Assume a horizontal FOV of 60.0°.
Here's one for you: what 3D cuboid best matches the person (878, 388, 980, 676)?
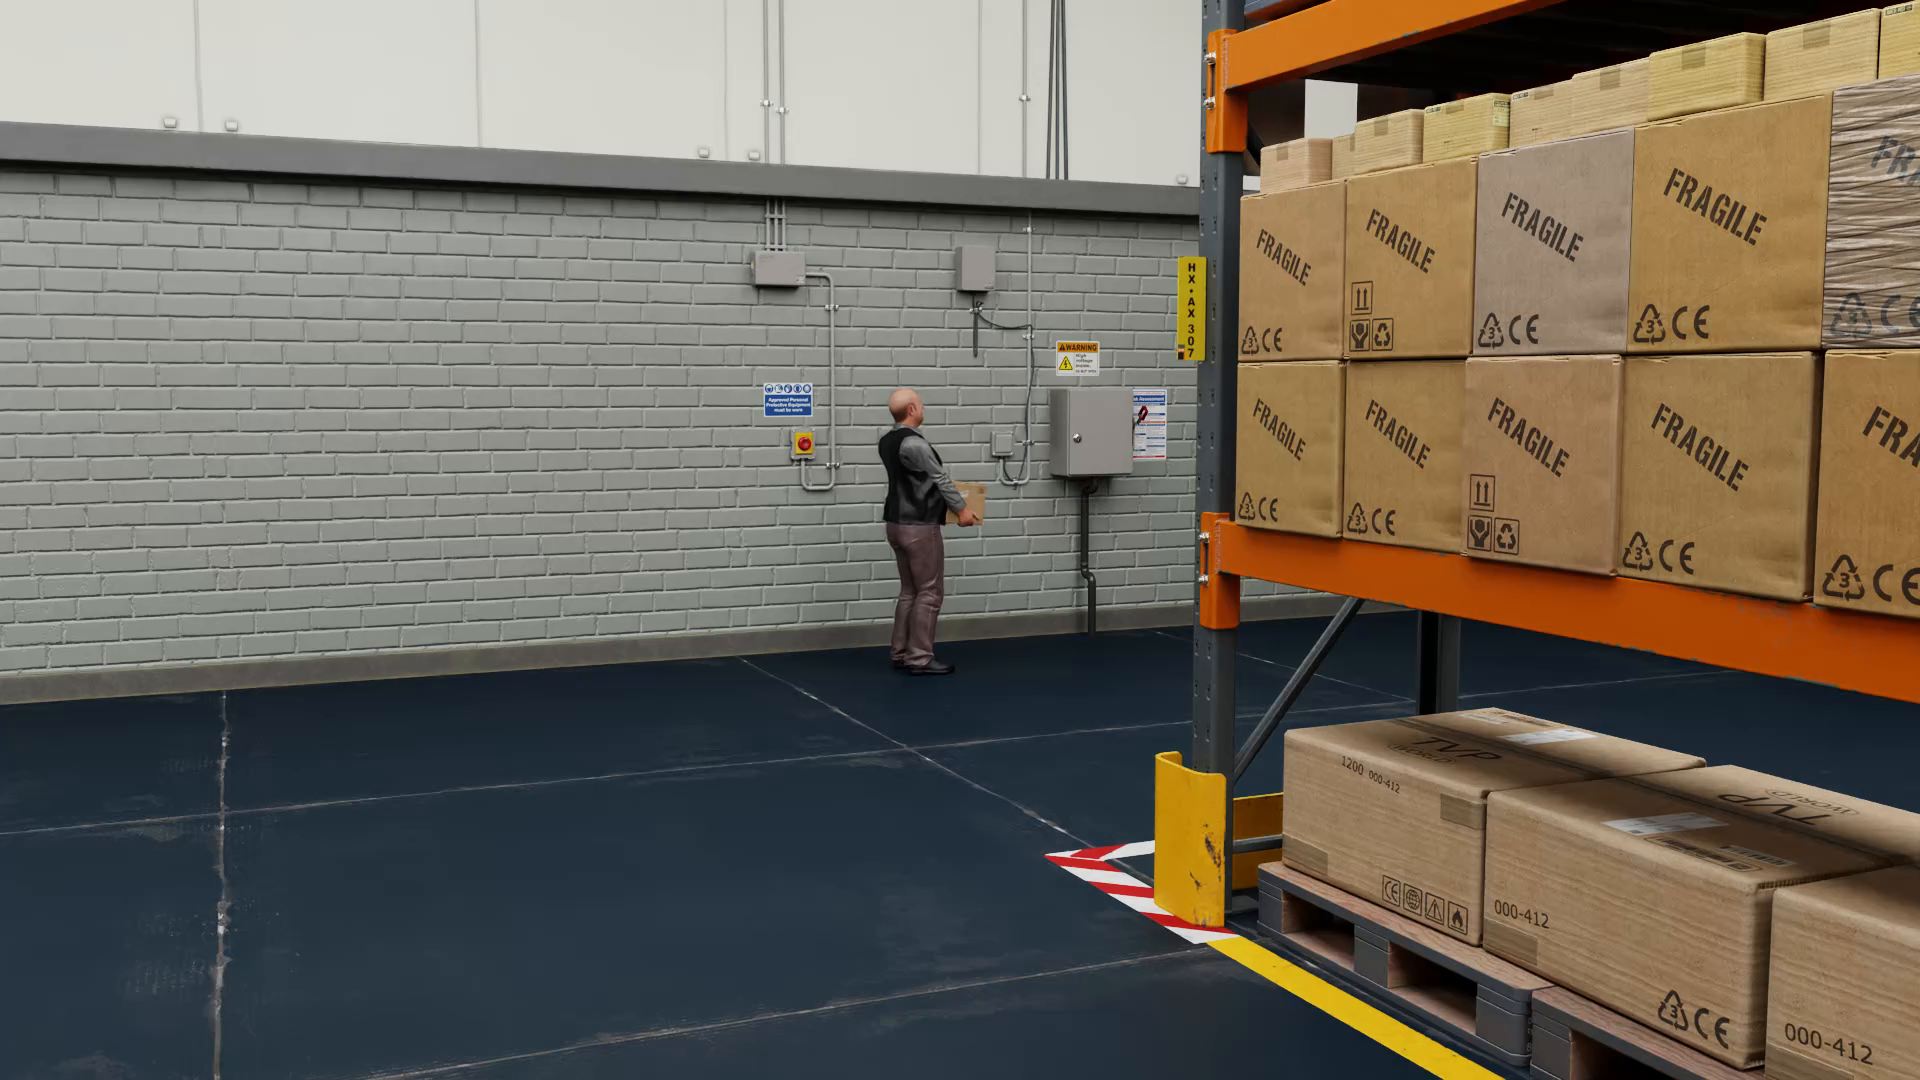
[{"bbox_3d":[-0.191,-0.061,10.087,0.551,1.711,0.494,-2,6,-23],"label":"person"}]
